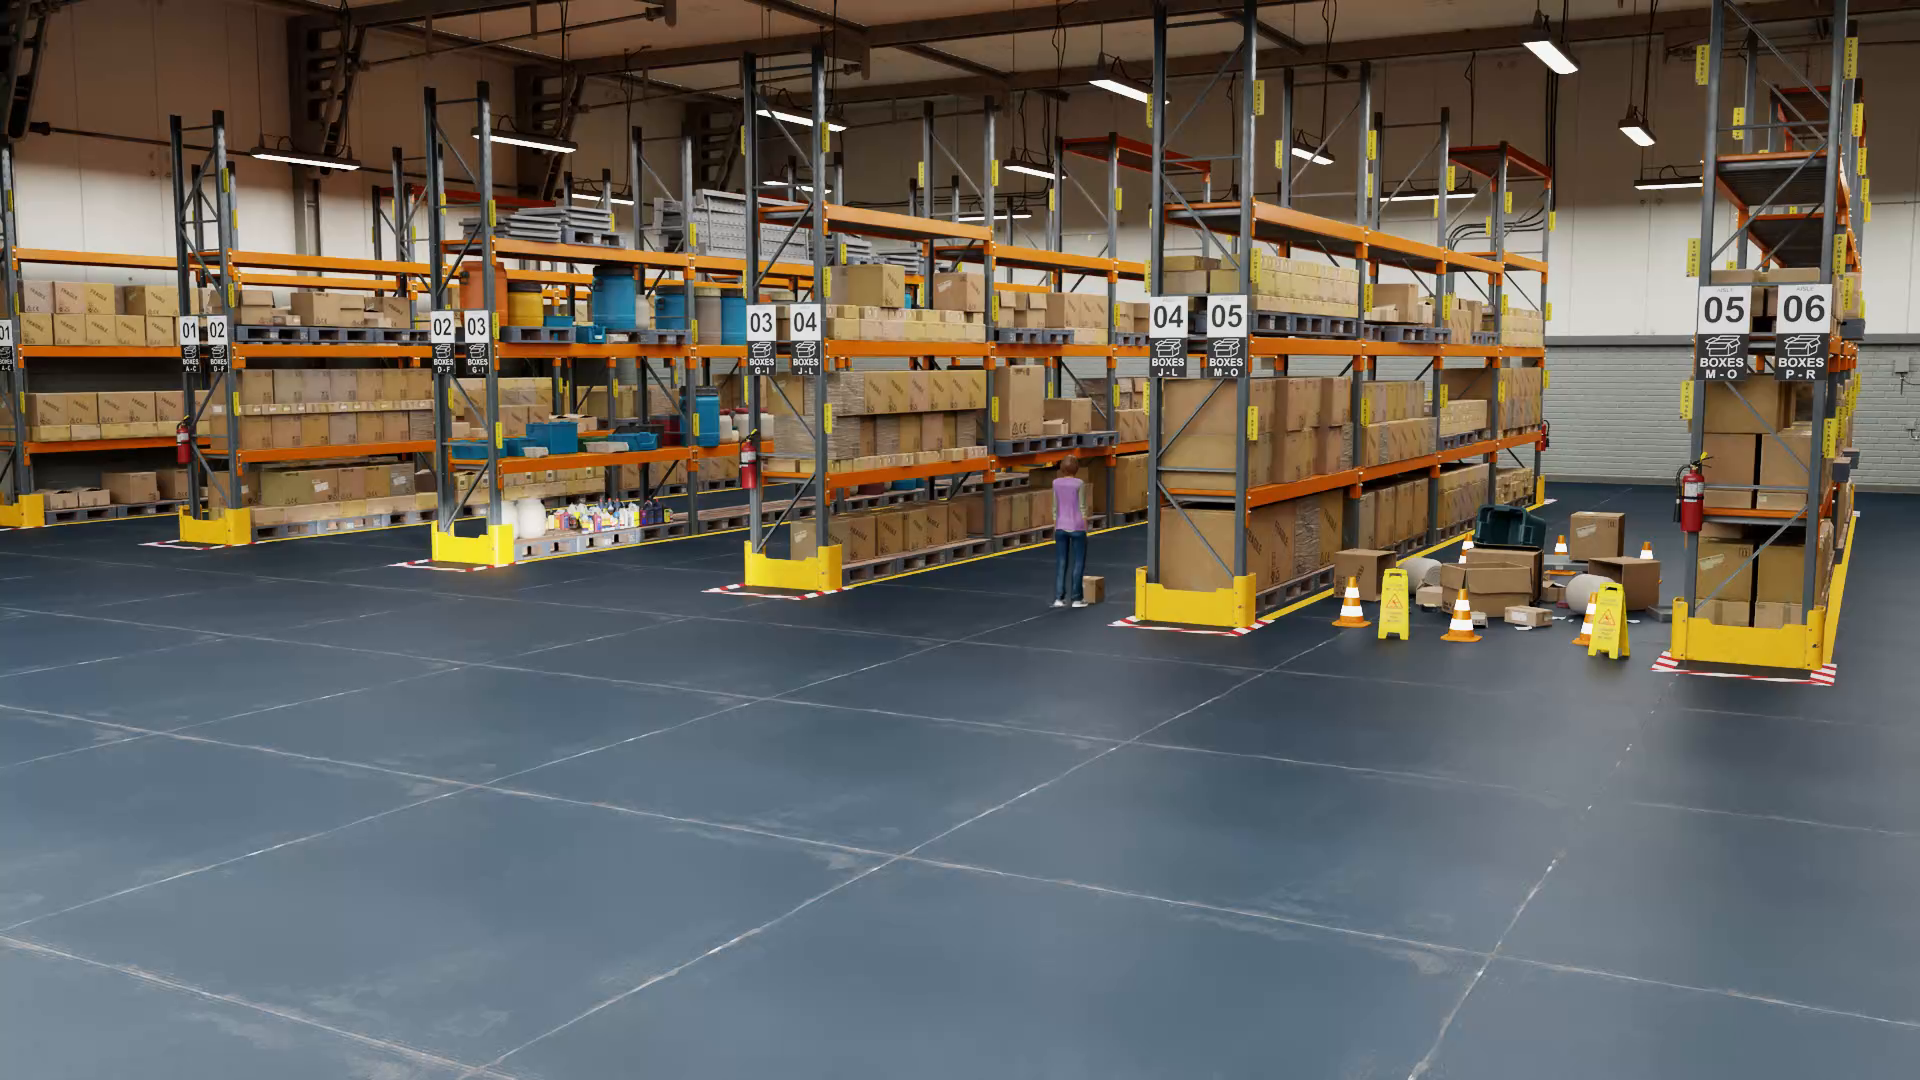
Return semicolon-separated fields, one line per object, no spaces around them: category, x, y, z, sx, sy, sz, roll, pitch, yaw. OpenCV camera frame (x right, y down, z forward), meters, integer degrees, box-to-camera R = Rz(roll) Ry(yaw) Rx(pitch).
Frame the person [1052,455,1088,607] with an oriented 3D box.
person;1.149;-0.083;17.430;0.407;1.604;0.303;4;7;30
